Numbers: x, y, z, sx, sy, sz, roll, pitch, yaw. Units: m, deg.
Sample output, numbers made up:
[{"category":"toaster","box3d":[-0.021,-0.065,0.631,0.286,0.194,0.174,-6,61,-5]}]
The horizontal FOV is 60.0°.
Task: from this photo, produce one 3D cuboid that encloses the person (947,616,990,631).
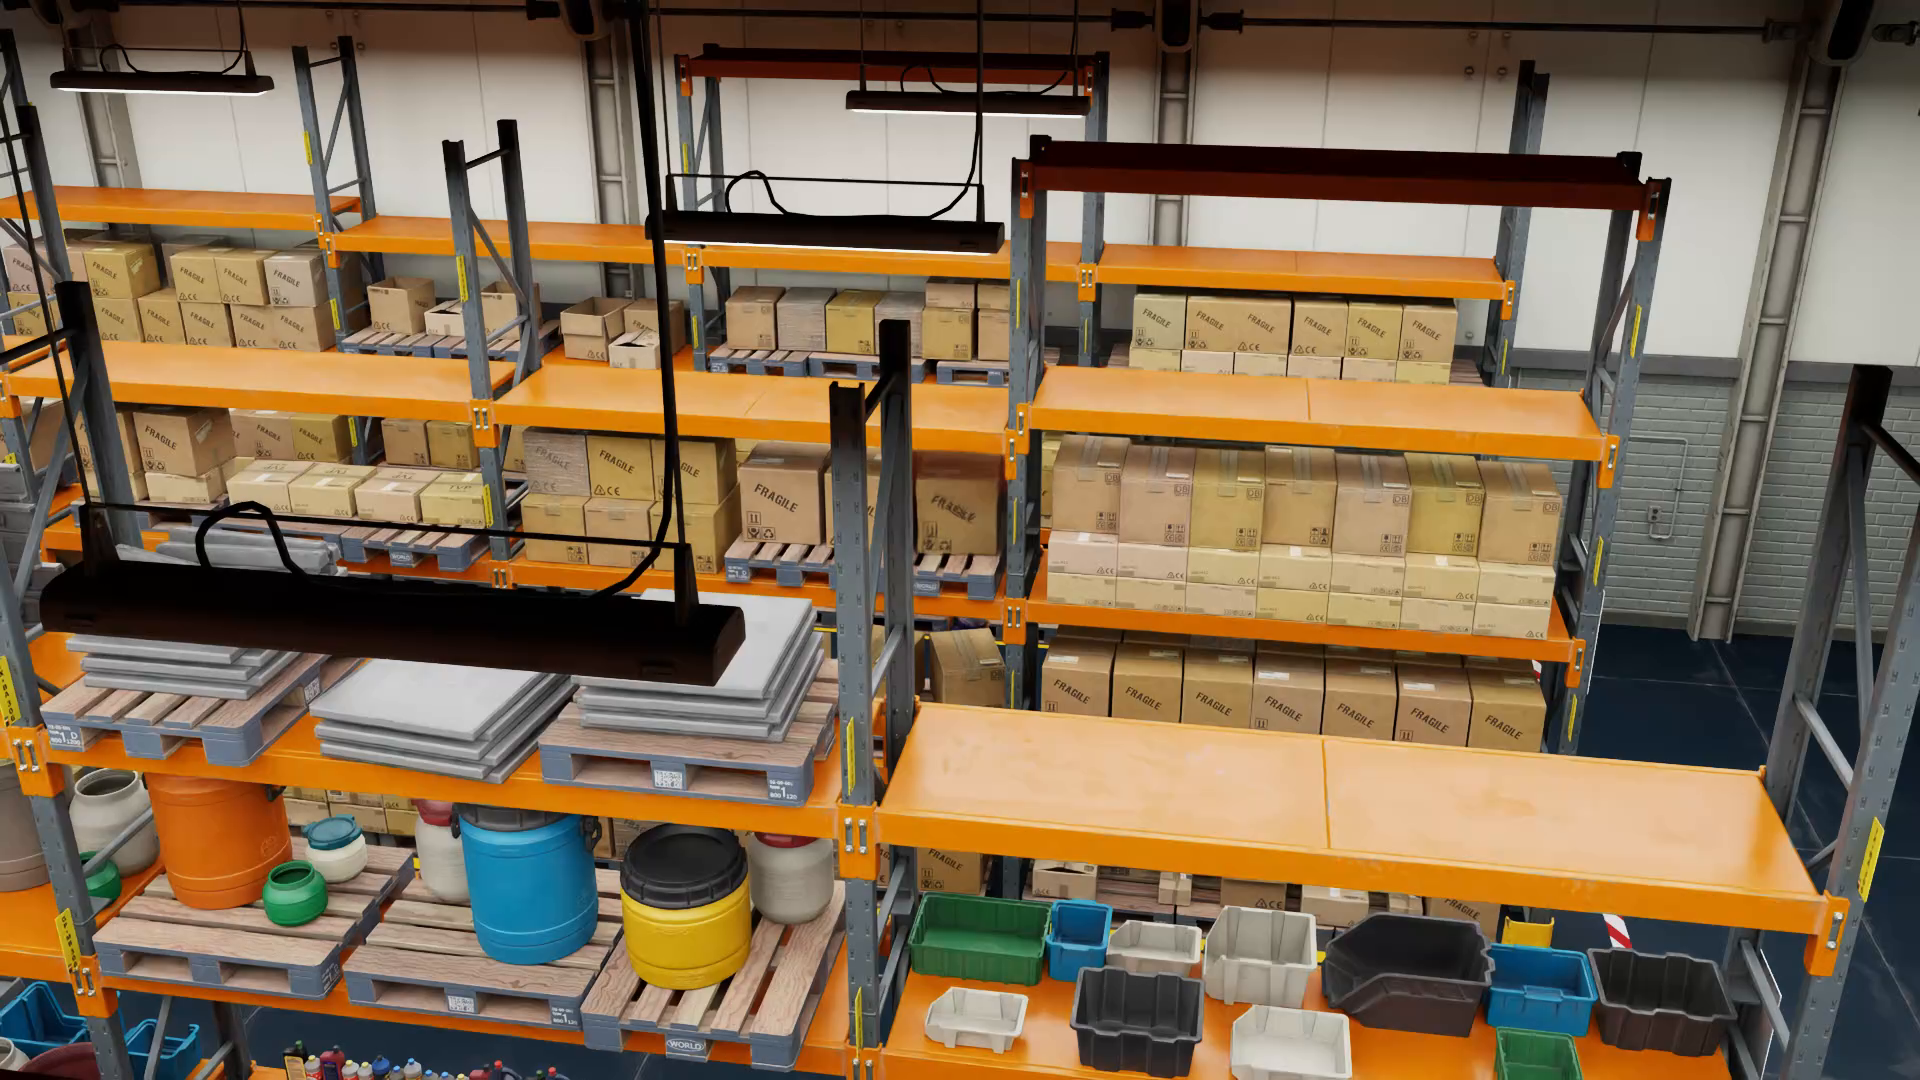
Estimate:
[{"category":"person","box3d":[0.086,0.905,16.109,0.490,1.631,0.531,12,26,26]}]
